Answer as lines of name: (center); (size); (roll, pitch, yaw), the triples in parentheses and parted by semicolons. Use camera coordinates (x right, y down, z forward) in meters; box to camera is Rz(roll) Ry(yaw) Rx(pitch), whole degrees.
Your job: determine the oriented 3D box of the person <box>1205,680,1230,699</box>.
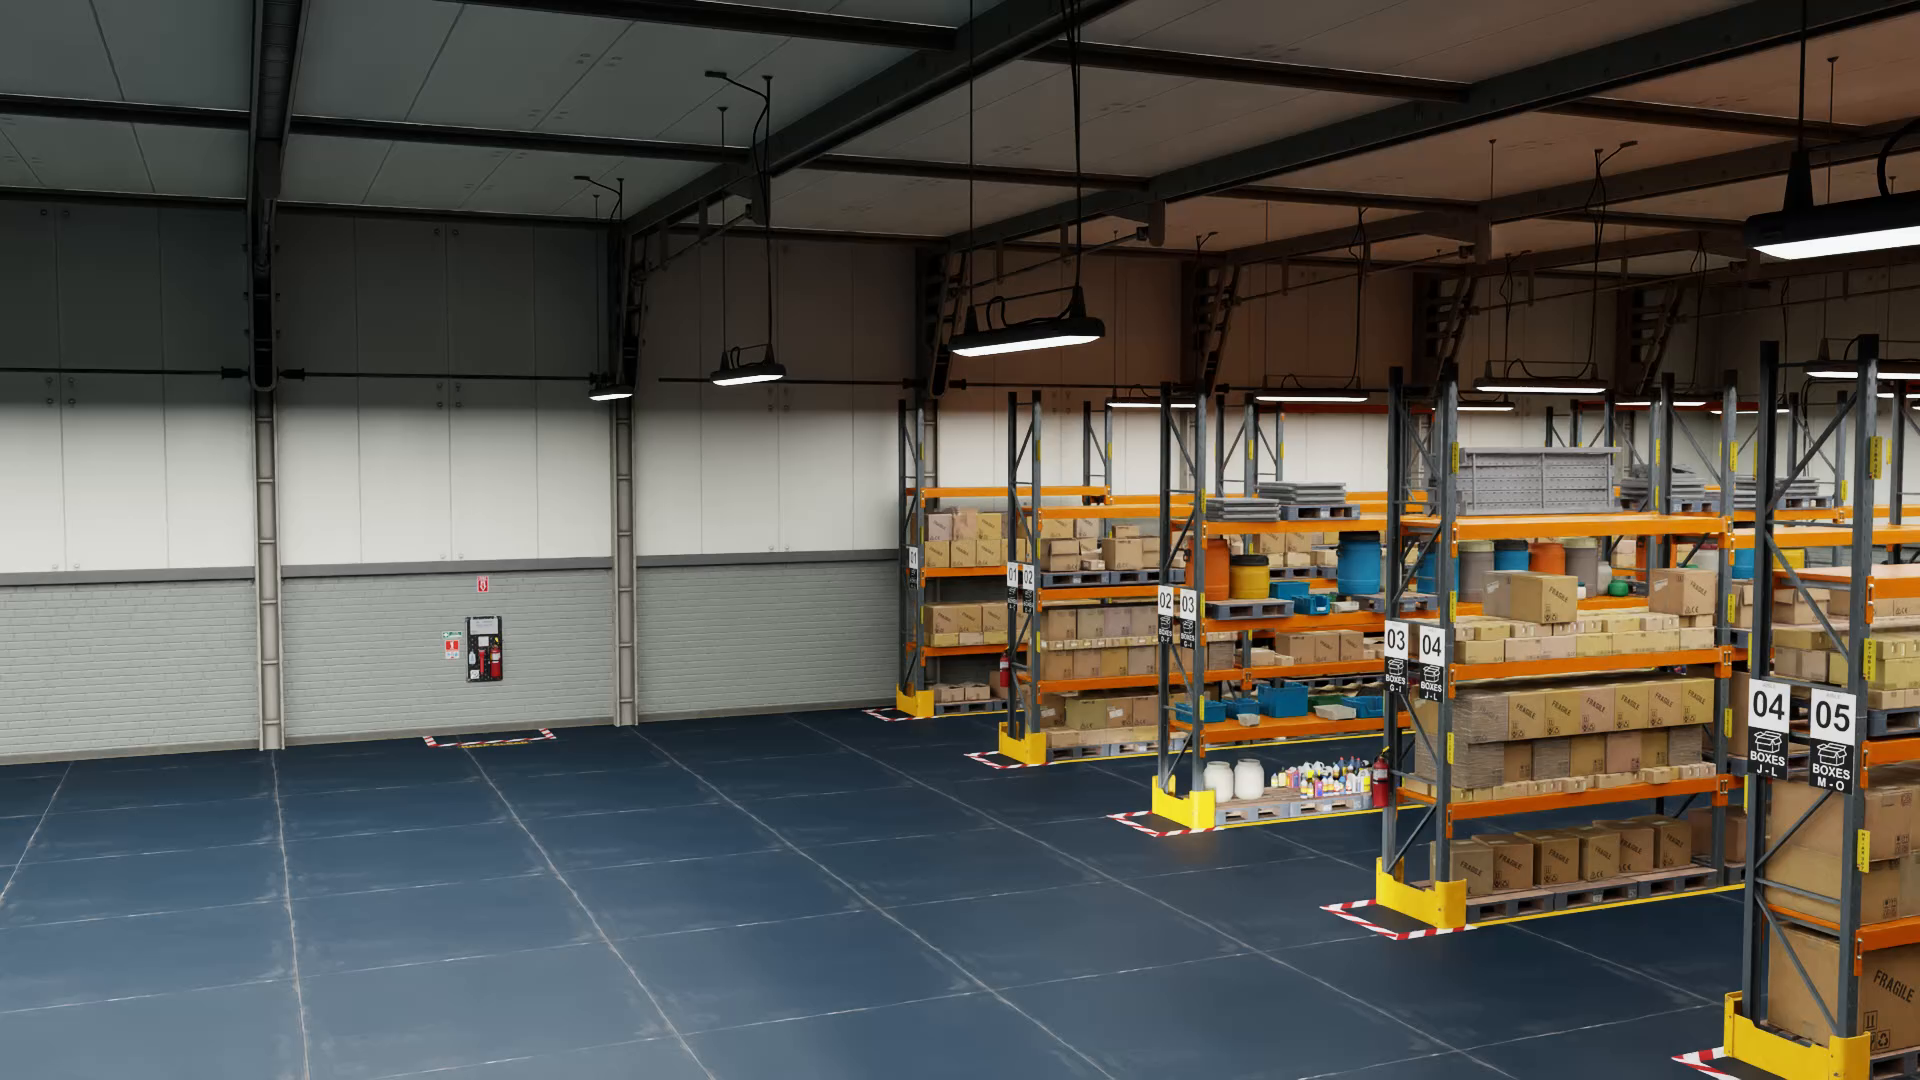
person: (4.628, 2.490, 30.461); (1.102, 1.717, 0.623); (-1, 4, -22)
